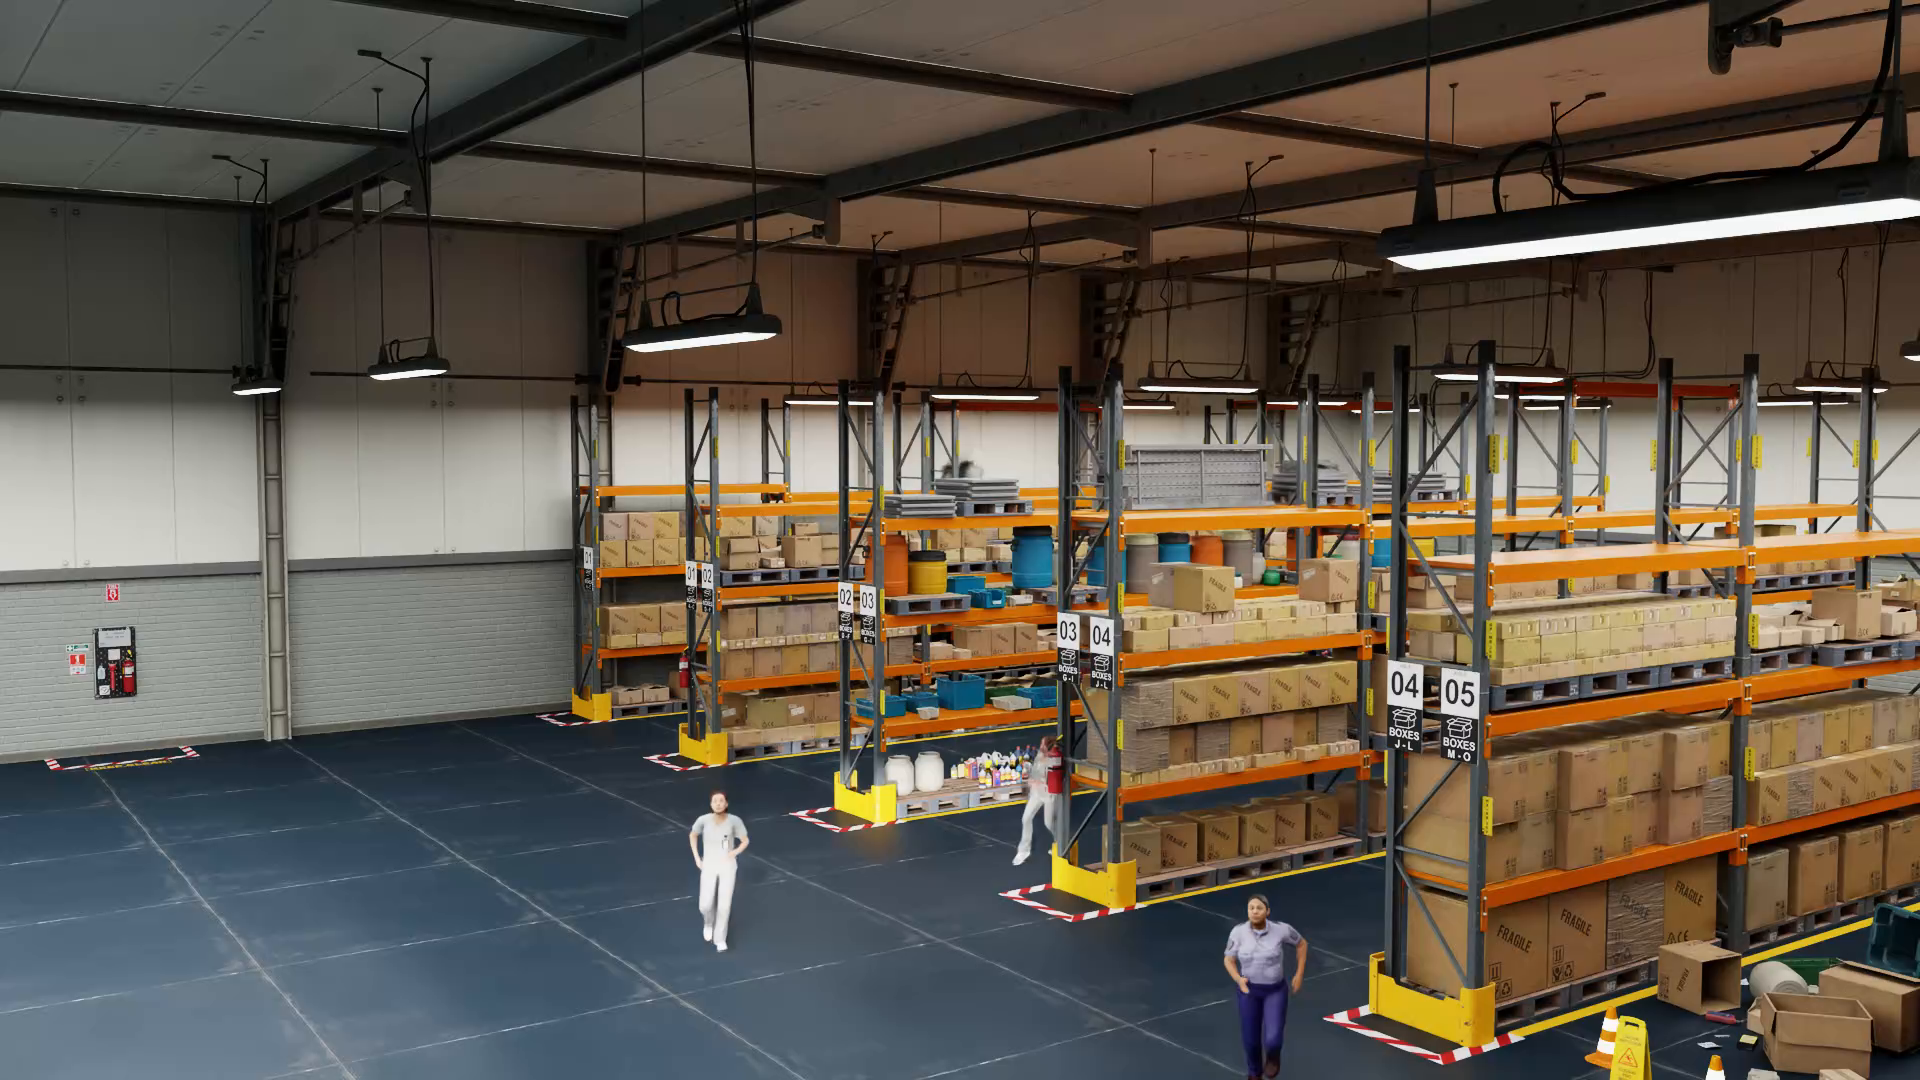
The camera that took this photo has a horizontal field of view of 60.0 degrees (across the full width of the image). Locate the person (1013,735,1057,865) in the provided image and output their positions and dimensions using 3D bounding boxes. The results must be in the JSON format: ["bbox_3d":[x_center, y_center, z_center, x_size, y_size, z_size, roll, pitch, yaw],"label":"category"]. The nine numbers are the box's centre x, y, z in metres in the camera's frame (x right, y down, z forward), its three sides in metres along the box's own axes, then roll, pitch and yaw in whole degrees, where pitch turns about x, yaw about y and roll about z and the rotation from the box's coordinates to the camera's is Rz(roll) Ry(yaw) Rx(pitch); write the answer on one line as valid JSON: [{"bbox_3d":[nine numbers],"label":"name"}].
[{"bbox_3d":[1.078,3.158,20.309,0.748,1.605,0.553,-3,5,-43],"label":"person"}]

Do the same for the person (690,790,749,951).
[{"bbox_3d":[-2.431,3.334,16.763,0.609,1.638,0.527,0,3,-3],"label":"person"}]

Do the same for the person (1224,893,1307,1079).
[{"bbox_3d":[2.385,3.578,13.071,0.625,1.604,0.680,1,4,18],"label":"person"}]
